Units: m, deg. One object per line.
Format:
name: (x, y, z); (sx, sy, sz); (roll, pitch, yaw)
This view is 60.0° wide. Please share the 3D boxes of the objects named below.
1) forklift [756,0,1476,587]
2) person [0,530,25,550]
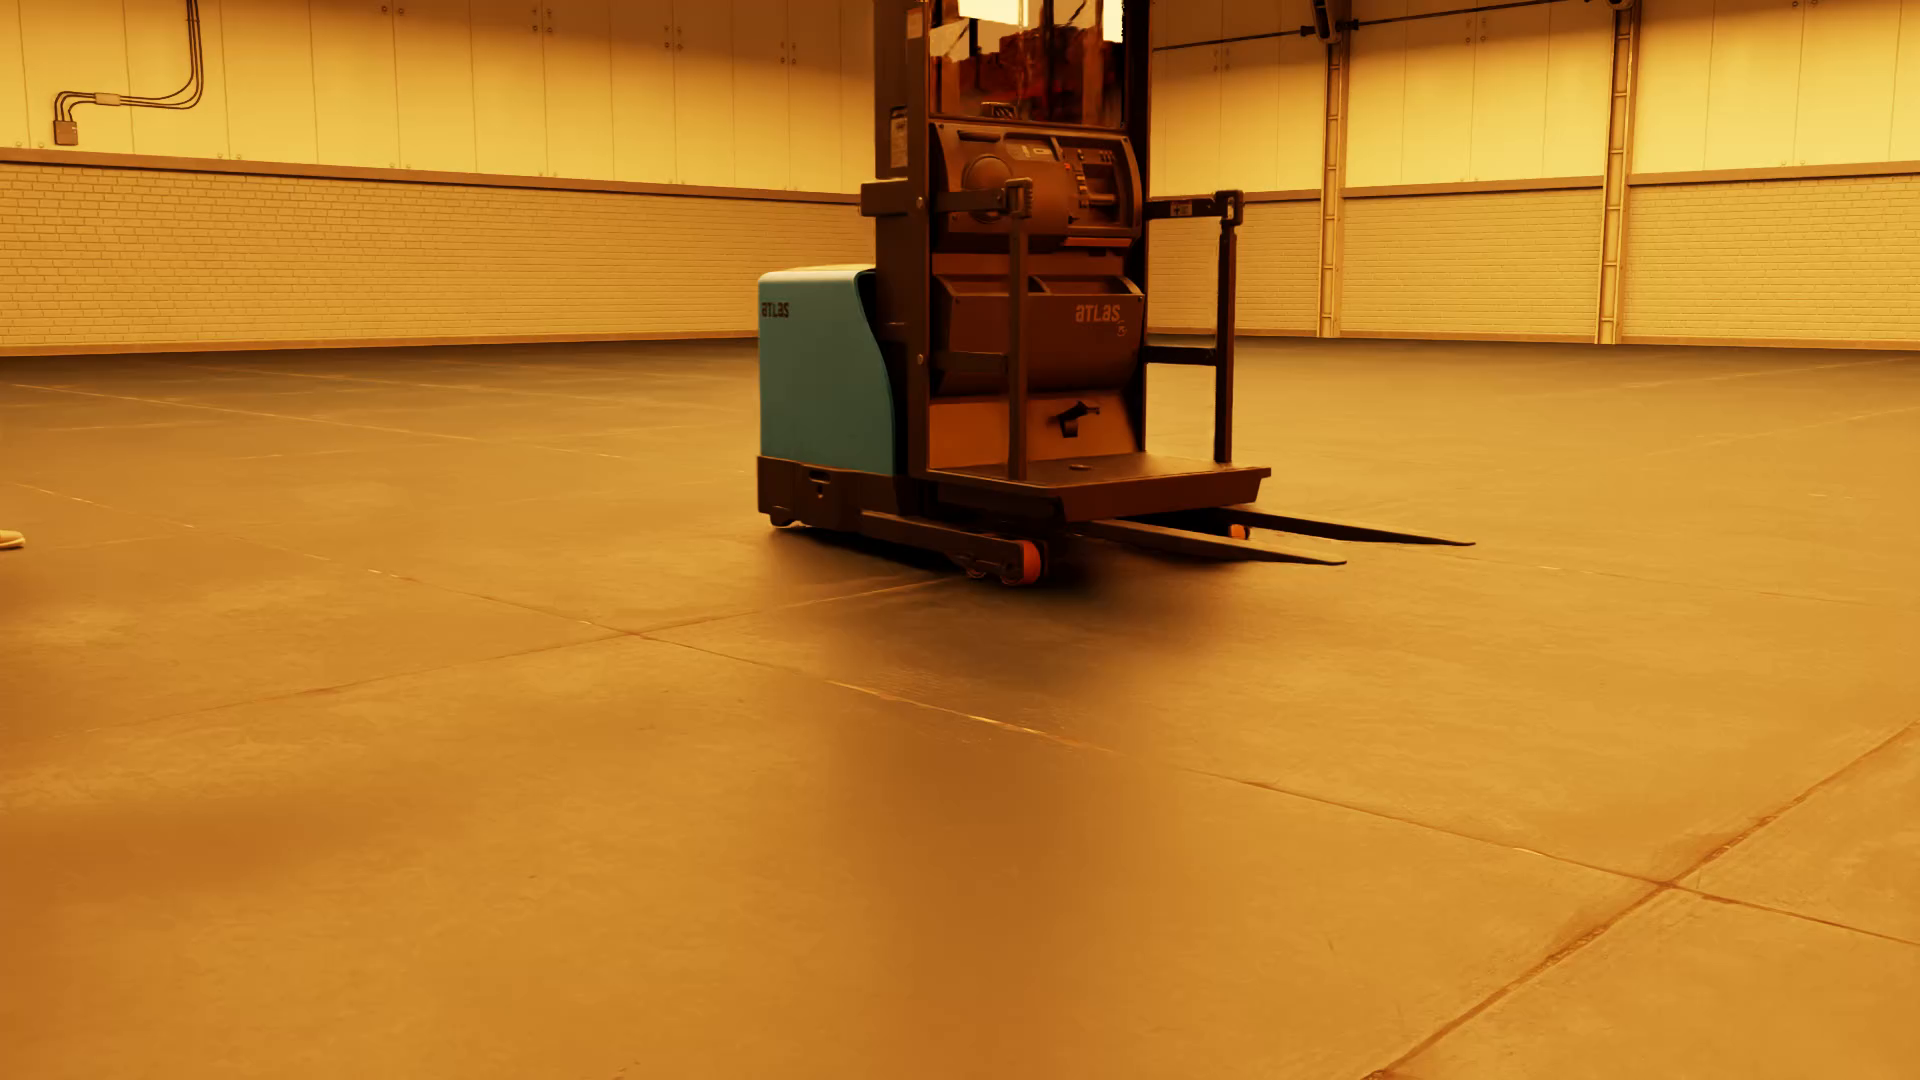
forklift: (0.429, -1.371, 5.982); (1.130, 2.935, 3.031); (-6, 11, -37)
person: (-3.839, -0.766, 6.064); (0.425, 1.710, 0.740); (-1, 9, -7)
